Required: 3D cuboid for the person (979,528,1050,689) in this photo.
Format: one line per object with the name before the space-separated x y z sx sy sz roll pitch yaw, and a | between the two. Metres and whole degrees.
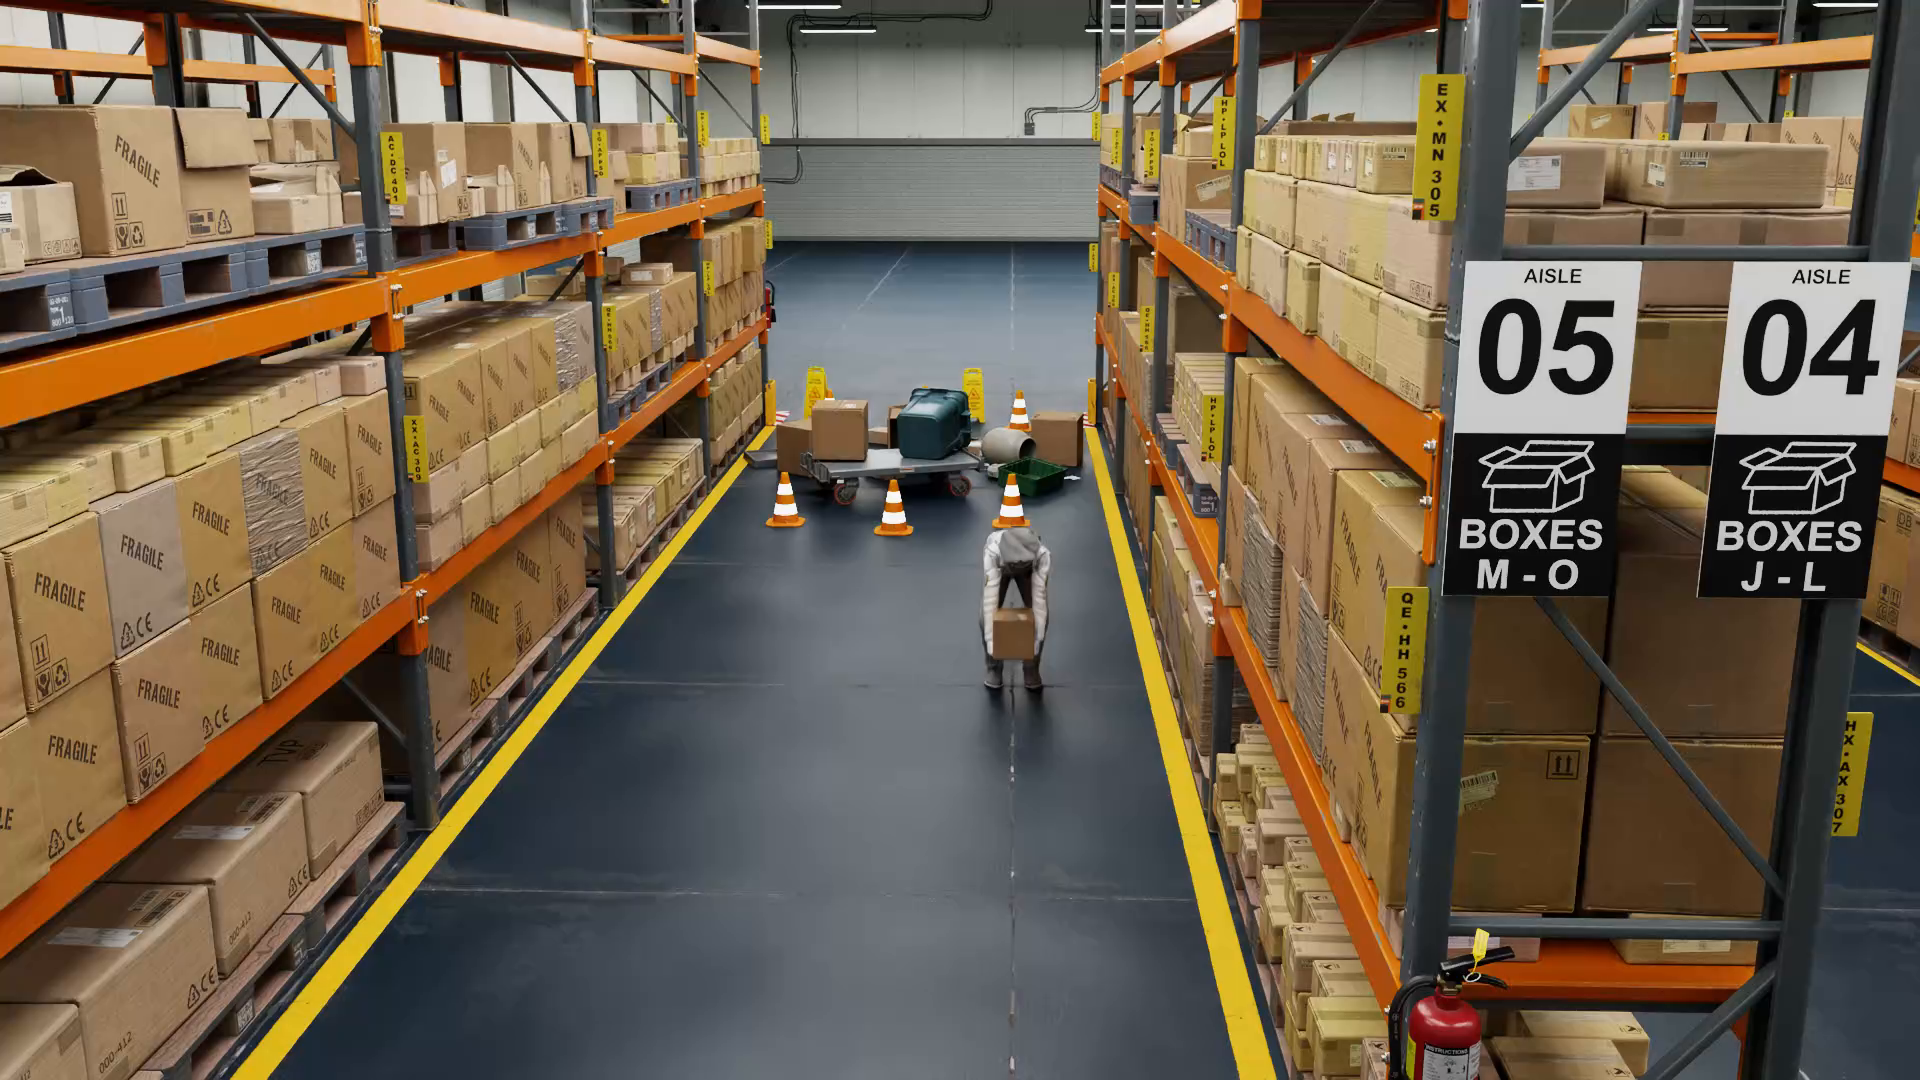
person | 0.345 0.416 10.406 0.442 1.148 0.915 0 14 -1
